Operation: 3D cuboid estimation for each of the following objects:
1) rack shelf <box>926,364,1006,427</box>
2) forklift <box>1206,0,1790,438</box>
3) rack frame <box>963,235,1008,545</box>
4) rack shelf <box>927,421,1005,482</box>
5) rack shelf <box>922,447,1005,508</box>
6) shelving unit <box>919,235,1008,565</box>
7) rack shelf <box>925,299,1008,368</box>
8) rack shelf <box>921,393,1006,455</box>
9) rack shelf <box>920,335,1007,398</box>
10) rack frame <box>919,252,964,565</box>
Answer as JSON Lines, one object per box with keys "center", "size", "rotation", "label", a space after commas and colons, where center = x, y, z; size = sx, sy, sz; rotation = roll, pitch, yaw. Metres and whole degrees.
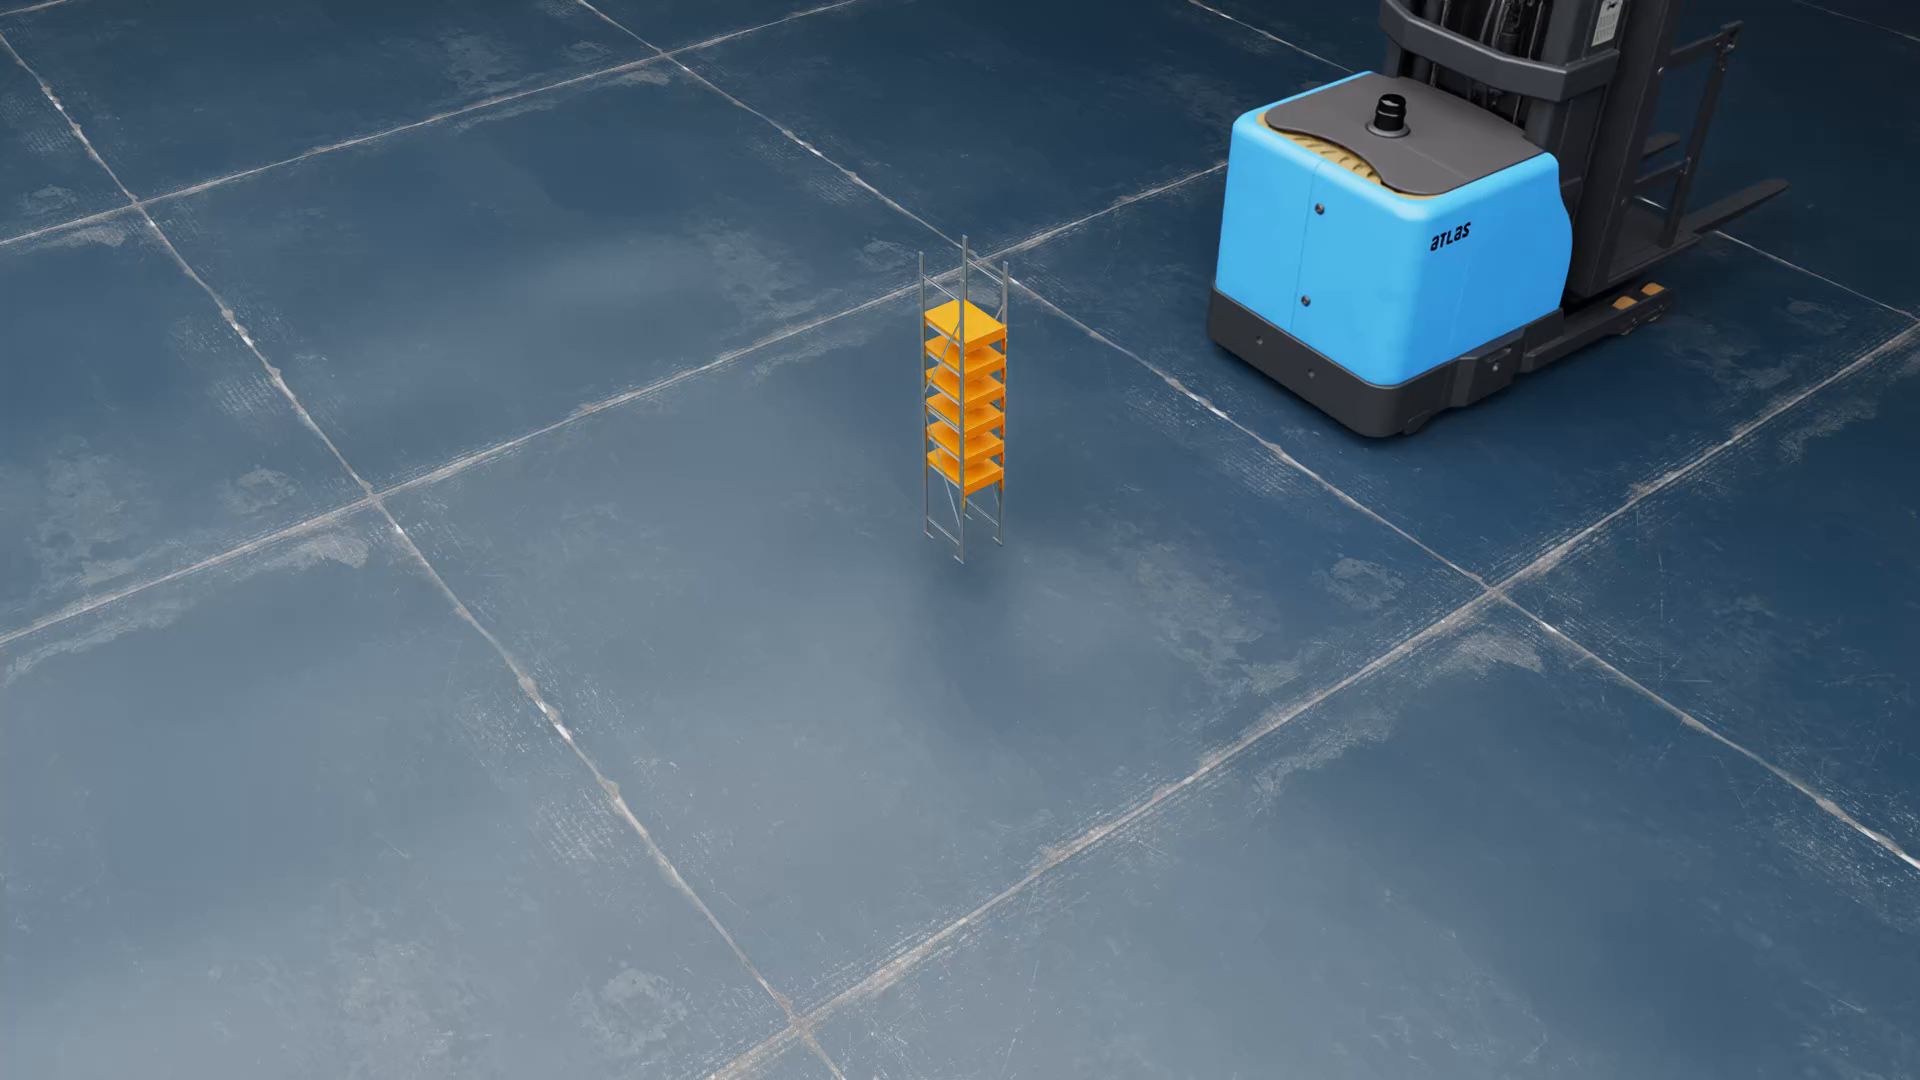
{"center": [0.011, -0.528, 5.828], "size": [0.180, 0.103, 0.258], "rotation": [-26, 46, -28], "label": "rack shelf"}
{"center": [2.566, -2.289, 6.729], "size": [3.031, 2.935, 1.130], "rotation": [-25, 45, -27], "label": "forklift"}
{"center": [0.084, -0.505, 5.919], "size": [0.006, 1.200, 0.240], "rotation": [-26, 46, -28], "label": "rack frame"}
{"center": [0.011, -0.342, 5.981], "size": [0.180, 0.103, 0.258], "rotation": [-26, 46, -28], "label": "rack shelf"}
{"center": [0.011, -0.250, 6.057], "size": [0.180, 0.103, 0.258], "rotation": [-26, 46, -28], "label": "rack shelf"}
{"center": [0.011, -0.469, 5.876], "size": [0.189, 1.200, 0.258], "rotation": [-26, 46, -28], "label": "shelving unit"}
{"center": [0.011, -0.713, 5.676], "size": [0.180, 0.103, 0.258], "rotation": [-26, 46, -28], "label": "rack shelf"}
{"center": [0.011, -0.435, 5.904], "size": [0.180, 0.103, 0.258], "rotation": [-26, 46, -28], "label": "rack shelf"}
{"center": [0.011, -0.621, 5.752], "size": [0.180, 0.103, 0.258], "rotation": [-26, 46, -28], "label": "rack shelf"}
{"center": [-0.061, -0.434, 5.833], "size": [0.006, 1.200, 0.240], "rotation": [-26, 46, -28], "label": "rack frame"}
